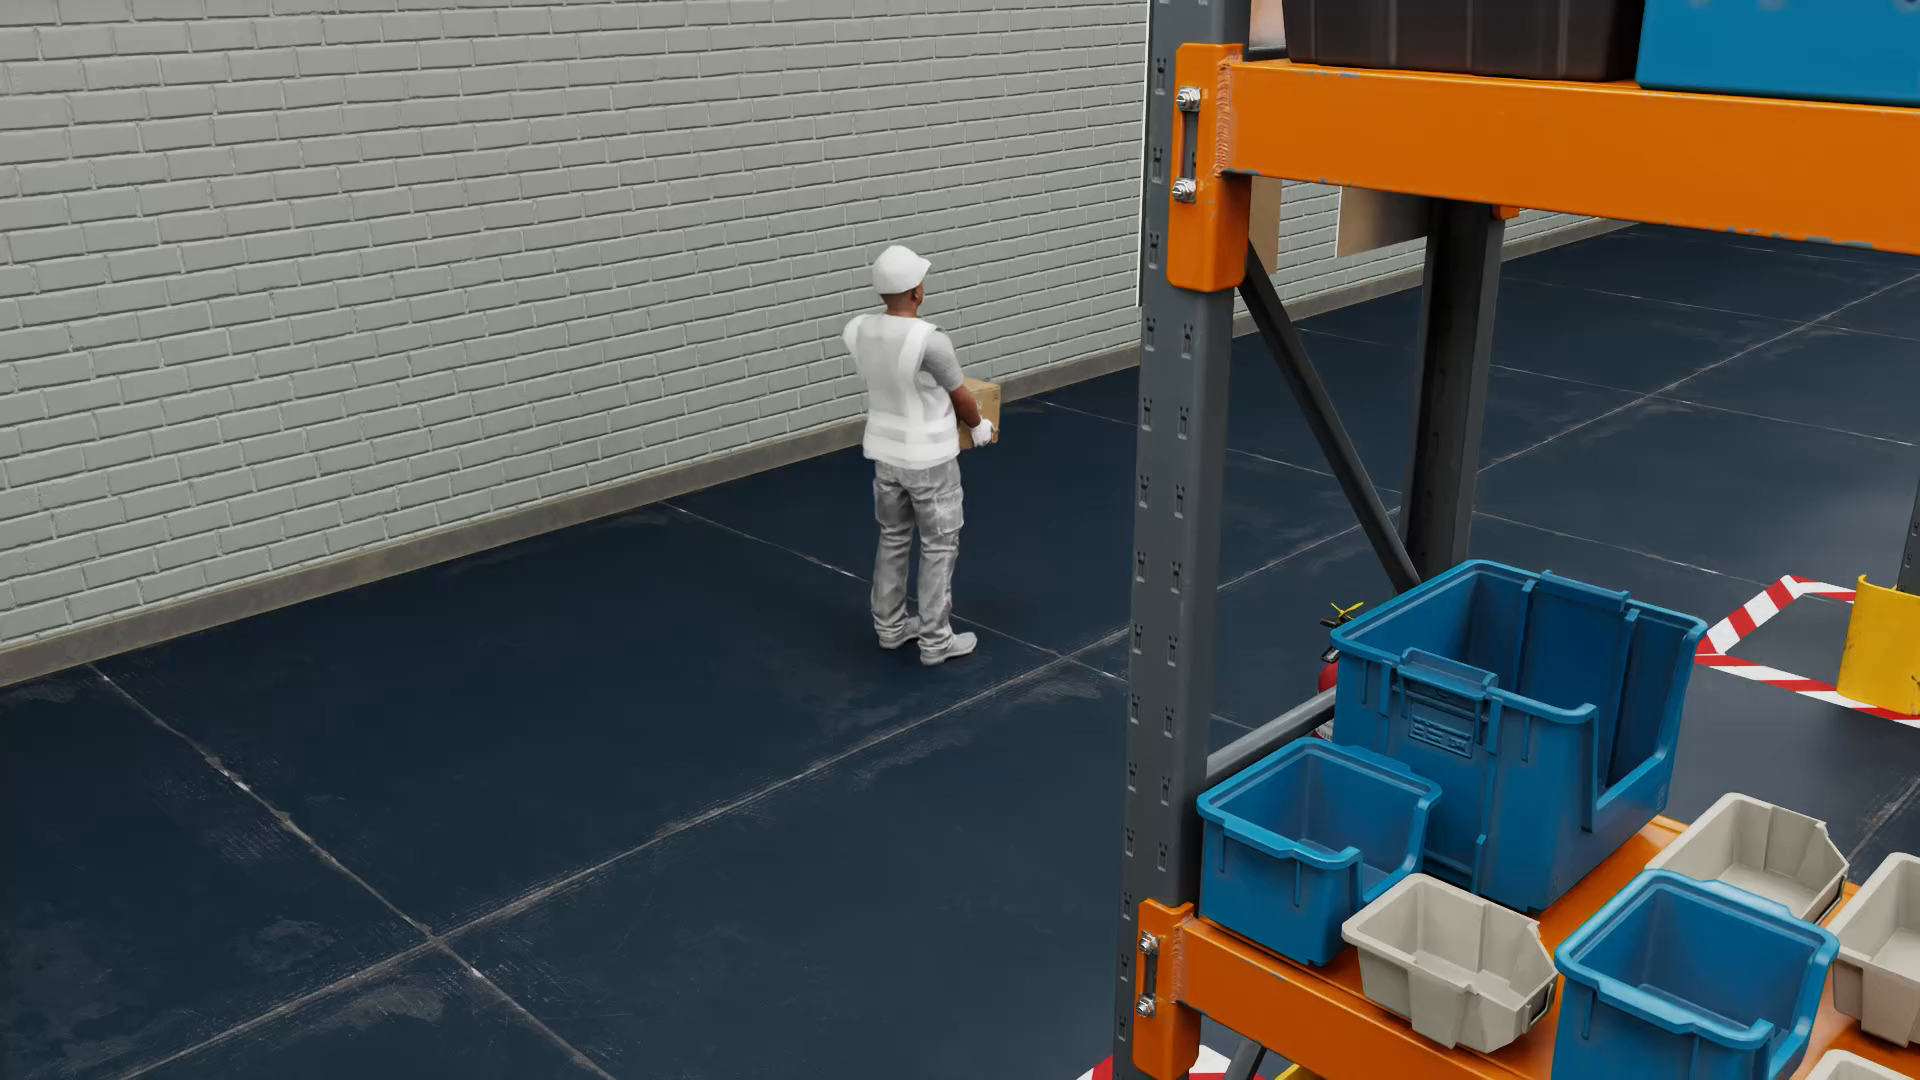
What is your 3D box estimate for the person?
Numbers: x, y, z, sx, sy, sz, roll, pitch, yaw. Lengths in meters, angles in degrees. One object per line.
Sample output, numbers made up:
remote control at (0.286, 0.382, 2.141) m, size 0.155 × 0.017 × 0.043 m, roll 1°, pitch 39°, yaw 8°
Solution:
person at (-0.146, -0.380, 7.070) m, size 0.497 × 1.786 × 0.572 m, roll 16°, pitch 26°, yaw 37°
